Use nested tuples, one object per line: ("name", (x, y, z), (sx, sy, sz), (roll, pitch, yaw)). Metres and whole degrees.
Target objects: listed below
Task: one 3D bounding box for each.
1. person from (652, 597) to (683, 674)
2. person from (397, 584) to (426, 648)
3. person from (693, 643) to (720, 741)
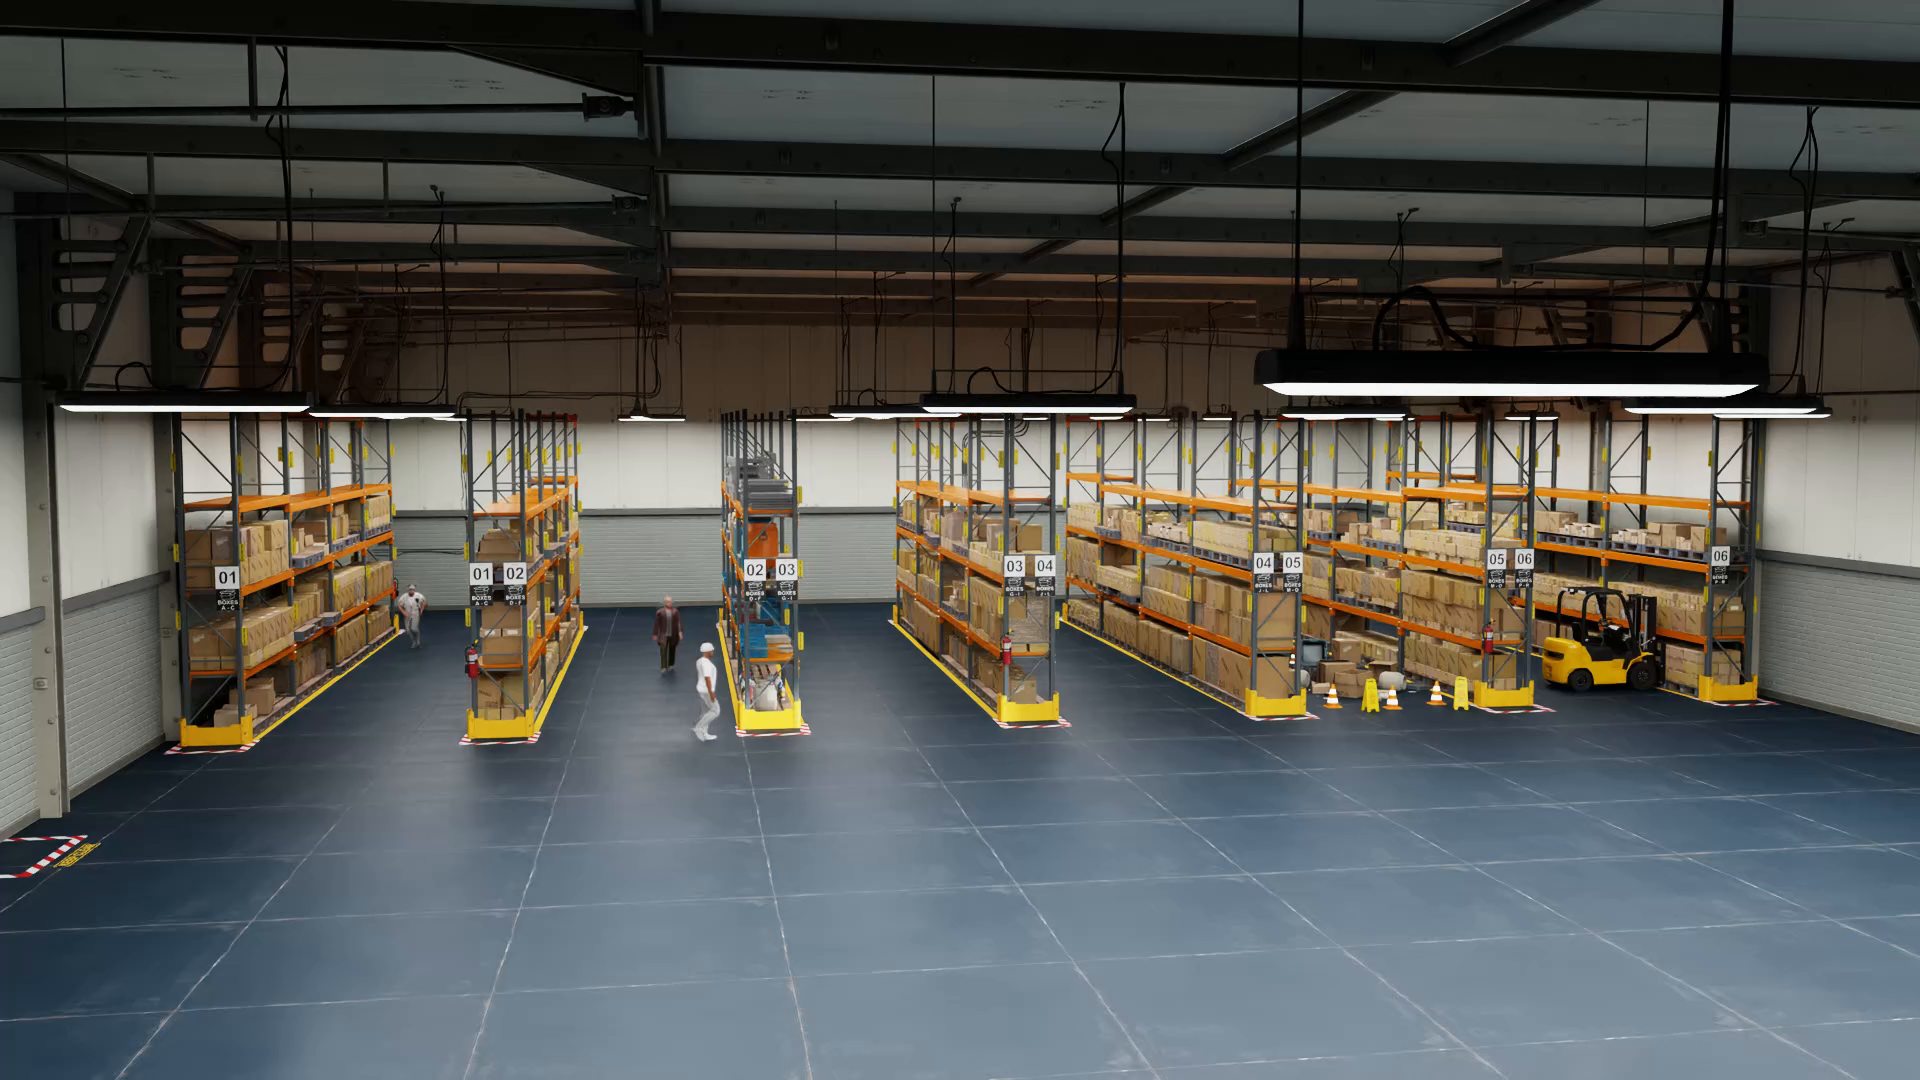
("person", (-6.703, 2.173, 38.138), (0.686, 1.716, 1.115), (-1, 4, -14))
("person", (-13.976, 1.929, 42.415), (0.611, 1.682, 0.735), (0, 4, 0))
("person", (-4.589, 2.733, 29.960), (0.481, 1.764, 0.594), (-1, 4, -14))
